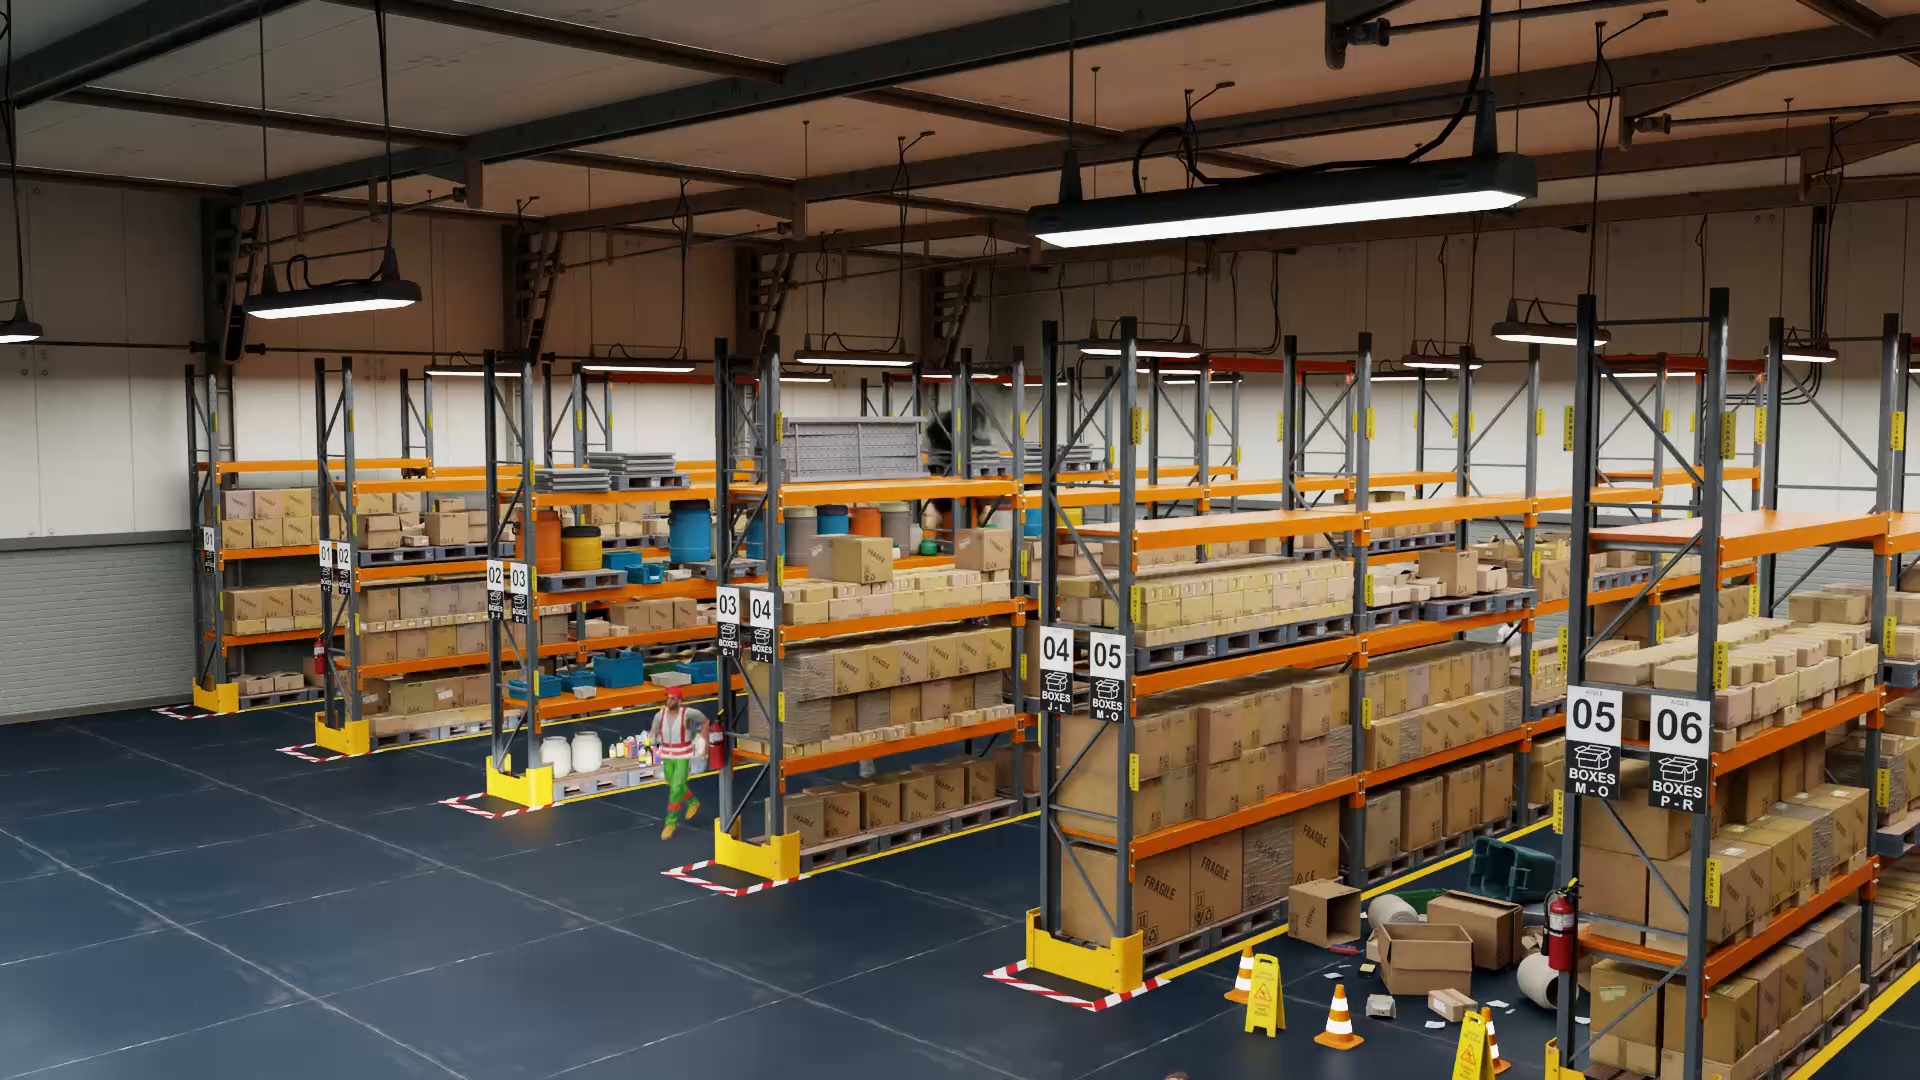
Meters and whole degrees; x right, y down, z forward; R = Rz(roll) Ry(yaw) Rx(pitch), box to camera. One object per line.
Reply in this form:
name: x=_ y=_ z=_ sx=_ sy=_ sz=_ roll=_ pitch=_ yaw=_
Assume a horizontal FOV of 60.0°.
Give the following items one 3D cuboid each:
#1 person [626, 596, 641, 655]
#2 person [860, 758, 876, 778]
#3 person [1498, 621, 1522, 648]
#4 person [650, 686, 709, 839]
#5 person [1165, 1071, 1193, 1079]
person: x=-6.153 y=1.883 z=31.474 sx=0.762 sy=1.824 sz=0.672 roll=-4 pitch=6 yaw=-45
person: x=-1.360 y=2.507 z=23.135 sx=0.656 sy=1.828 sz=0.705 roll=3 pitch=5 yaw=32
person: x=9.896 y=2.071 z=29.637 sx=0.622 sy=1.643 sz=0.551 roll=1 pitch=4 yaw=8
person: x=-3.478 y=2.715 z=20.539 sx=0.690 sy=1.849 sz=0.912 roll=1 pitch=5 yaw=19
person: x=1.177 y=3.665 z=8.895 sx=0.605 sy=1.724 sz=0.899 roll=1 pitch=4 yaw=8
